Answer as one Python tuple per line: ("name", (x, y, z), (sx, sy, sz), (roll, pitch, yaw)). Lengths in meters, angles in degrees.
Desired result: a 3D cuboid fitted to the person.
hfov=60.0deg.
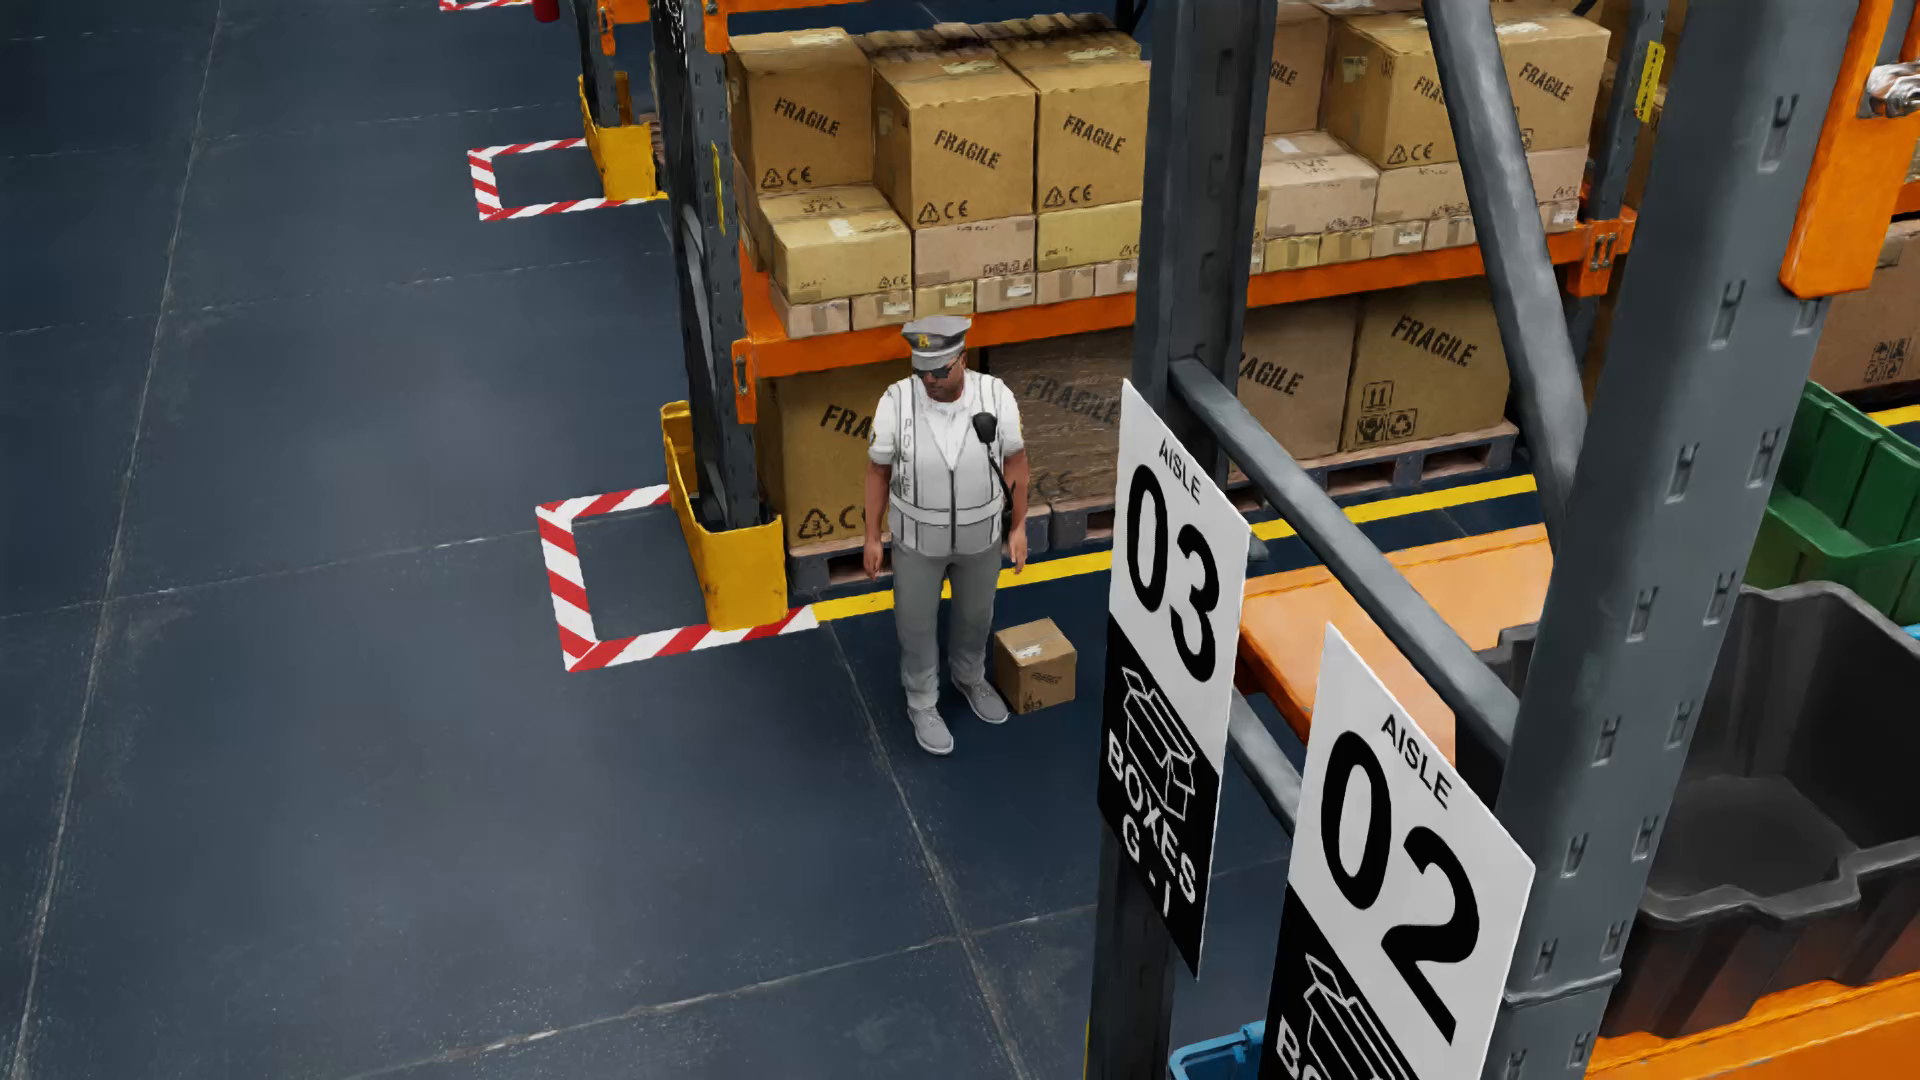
("person", (-0.053, -0.014, 6.153), (0.619, 1.780, 0.480), (-4, 34, -6))
